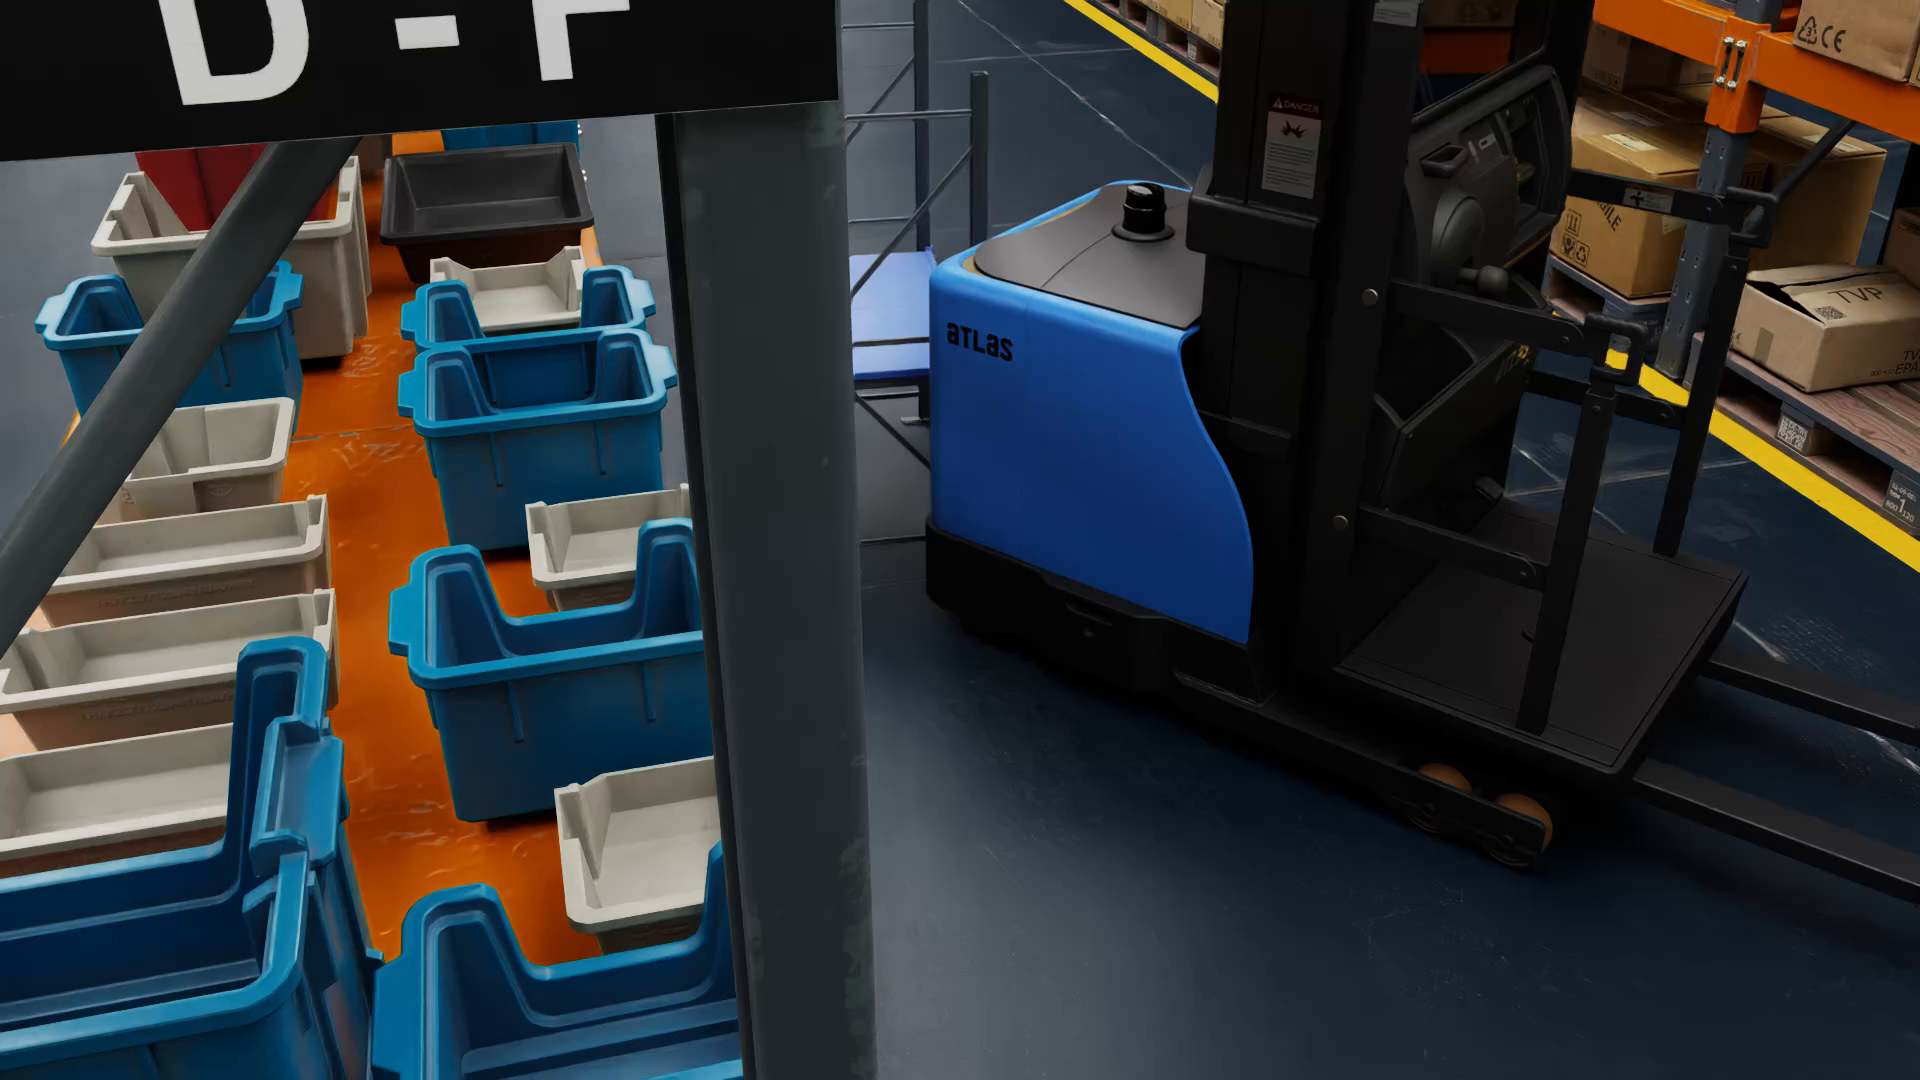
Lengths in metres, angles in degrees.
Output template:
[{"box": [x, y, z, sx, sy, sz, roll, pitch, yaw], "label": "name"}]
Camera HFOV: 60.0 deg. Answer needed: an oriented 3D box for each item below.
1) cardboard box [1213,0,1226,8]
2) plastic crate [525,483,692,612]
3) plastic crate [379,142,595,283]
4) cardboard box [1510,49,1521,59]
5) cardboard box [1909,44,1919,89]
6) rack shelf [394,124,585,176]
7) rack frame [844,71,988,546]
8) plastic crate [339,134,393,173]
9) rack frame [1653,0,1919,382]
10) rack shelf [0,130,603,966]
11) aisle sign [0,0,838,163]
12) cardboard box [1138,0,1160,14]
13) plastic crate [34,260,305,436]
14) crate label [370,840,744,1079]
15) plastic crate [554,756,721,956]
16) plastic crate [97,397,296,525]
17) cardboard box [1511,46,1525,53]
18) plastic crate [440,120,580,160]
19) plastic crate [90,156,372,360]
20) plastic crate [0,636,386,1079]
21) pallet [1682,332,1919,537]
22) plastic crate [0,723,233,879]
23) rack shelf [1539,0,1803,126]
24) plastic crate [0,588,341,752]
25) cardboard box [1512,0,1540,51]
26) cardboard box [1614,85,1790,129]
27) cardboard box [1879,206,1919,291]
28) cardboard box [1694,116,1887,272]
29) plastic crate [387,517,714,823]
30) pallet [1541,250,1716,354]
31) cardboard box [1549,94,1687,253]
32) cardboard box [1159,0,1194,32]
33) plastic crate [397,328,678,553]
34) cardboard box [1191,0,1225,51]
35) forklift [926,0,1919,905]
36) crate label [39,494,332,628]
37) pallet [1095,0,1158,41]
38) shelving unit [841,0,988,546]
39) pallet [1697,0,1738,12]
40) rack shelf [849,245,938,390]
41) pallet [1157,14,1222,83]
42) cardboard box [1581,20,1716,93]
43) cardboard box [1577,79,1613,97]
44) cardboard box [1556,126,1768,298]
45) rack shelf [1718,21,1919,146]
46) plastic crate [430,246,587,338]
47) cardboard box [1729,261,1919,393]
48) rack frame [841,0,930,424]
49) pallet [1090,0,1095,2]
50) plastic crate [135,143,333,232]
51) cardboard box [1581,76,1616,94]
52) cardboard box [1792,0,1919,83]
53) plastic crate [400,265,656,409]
[{"box": [1.721, -3.378, 9.857, 0.500, 0.311, 0.500, -7, 31, -12], "label": "cardboard box"}, {"box": [-0.489, 0.029, 2.409, 0.250, 0.136, 0.298, -8, 31, -13], "label": "plastic crate"}, {"box": [-1.061, -0.737, 3.743, 0.437, 0.125, 0.590, -8, 31, -13], "label": "plastic crate"}, {"box": [2.359, -2.028, 7.815, 0.500, 0.500, 0.500, -9, 31, -15], "label": "cardboard box"}, {"box": [3.171, -1.505, 4.757, 0.500, 0.500, 0.500, -7, 31, -12], "label": "cardboard box"}, {"box": [-2.148, -1.989, 6.410, 1.077, 0.370, 4.000, -8, 31, -13], "label": "rack shelf"}, {"box": [-0.174, -0.561, 4.723, 0.500, 1.500, 0.032, -5, 30, -9], "label": "rack frame"}, {"box": [-1.632, -1.003, 4.191, 0.396, 0.136, 0.243, -8, 31, -13], "label": "plastic crate"}, {"box": [3.159, -1.991, 5.696, 1.000, 3.000, 0.127, -8, 31, -13], "label": "rack frame"}, {"box": [-1.087, -0.057, 3.073, 1.077, 0.370, 4.000, -8, 31, -13], "label": "rack shelf"}, {"box": [-0.250, -0.532, 0.581, 0.394, 0.787, 0.004, -8, 31, -13], "label": "aisle sign"}, {"box": [1.452, -3.628, 10.850, 0.500, 0.250, 0.500, -7, 31, -12], "label": "cardboard box"}, {"box": [-1.348, -0.314, 2.905, 0.416, 0.233, 0.300, -8, 31, -13], "label": "plastic crate"}, {"box": [-0.304, 0.481, 1.532, 0.416, 0.233, 0.303, -8, 31, -13], "label": "crate label"}, {"box": [-0.309, 0.357, 1.843, 0.250, 0.136, 0.298, -8, 31, -13], "label": "plastic crate"}, {"box": [-1.204, -0.098, 2.628, 0.298, 0.136, 0.250, -8, 31, -13], "label": "plastic crate"}, {"box": [2.854, -2.109, 7.955, 0.500, 0.500, 0.500, -9, 31, -15], "label": "cardboard box"}, {"box": [-1.165, -1.173, 4.239, 0.392, 0.384, 0.575, -8, 31, -13], "label": "plastic crate"}, {"box": [-1.390, -0.547, 3.260, 0.437, 0.282, 0.530, -8, 31, -13], "label": "plastic crate"}, {"box": [-0.825, 0.419, 1.436, 0.616, 0.435, 0.499, -8, 31, -13], "label": "plastic crate"}, {"box": [3.341, -0.453, 5.821, 1.003, 0.211, 1.213, -8, 31, -13], "label": "pallet"}, {"box": [-0.947, 0.316, 1.914, 0.396, 0.136, 0.243, -8, 31, -13], "label": "plastic crate"}, {"box": [2.628, -2.646, 7.545, 1.077, 0.370, 4.000, -8, 31, -13], "label": "rack shelf"}, {"box": [-1.010, 0.174, 2.159, 0.396, 0.136, 0.243, -8, 31, -13], "label": "plastic crate"}, {"box": [2.867, -2.416, 7.737, 0.500, 0.250, 0.500, -8, 31, -14], "label": "cardboard box"}, {"box": [3.113, -1.622, 7.114, 0.500, 0.500, 0.500, -7, 31, -13], "label": "cardboard box"}, {"box": [3.584, -0.862, 5.802, 0.500, 0.500, 0.500, -8, 31, -13], "label": "cardboard box"}, {"box": [3.266, -1.366, 6.672, 0.500, 0.500, 0.500, -9, 31, -16], "label": "cardboard box"}, {"box": [-0.479, 0.163, 2.082, 0.416, 0.233, 0.300, -8, 31, -13], "label": "plastic crate"}, {"box": [2.907, -1.172, 7.065, 1.003, 0.211, 1.213, -8, 31, -13], "label": "pallet"}, {"box": [2.629, -1.540, 6.972, 0.500, 0.500, 0.500, -8, 31, -13], "label": "cardboard box"}, {"box": [1.582, -3.385, 10.430, 0.500, 0.250, 0.500, -8, 31, -14], "label": "cardboard box"}, {"box": [-0.653, -0.155, 2.631, 0.416, 0.233, 0.300, -8, 31, -13], "label": "plastic crate"}, {"box": [1.723, -3.137, 10.000, 0.500, 0.250, 0.500, -7, 31, -12], "label": "cardboard box"}, {"box": [1.384, -0.804, 3.712, 3.031, 2.935, 1.130, 21, 36, 31], "label": "forklift"}, {"box": [-1.107, 0.043, 2.385, 0.396, 0.136, 0.243, -8, 31, -13], "label": "crate label"}, {"box": [1.596, -3.707, 11.444, 1.003, 0.211, 1.213, -8, 31, -13], "label": "pallet"}, {"box": [-0.262, -0.812, 5.156, 0.538, 1.500, 1.048, -5, 30, -9], "label": "shelving unit"}, {"box": [3.052, -2.309, 6.436, 1.003, 0.211, 1.213, -8, 31, -13], "label": "pallet"}, {"box": [-0.262, -0.656, 5.246, 0.538, 0.185, 1.000, -5, 30, -9], "label": "rack shelf"}, {"box": [1.917, -3.119, 10.428, 1.003, 0.211, 1.213, -8, 31, -13], "label": "pallet"}, {"box": [3.000, -2.173, 7.318, 0.500, 0.250, 0.500, -8, 31, -13], "label": "cardboard box"}, {"box": [2.496, -1.782, 7.391, 0.500, 0.500, 0.500, -7, 31, -13], "label": "cardboard box"}, {"box": [2.752, -1.300, 6.558, 0.500, 0.500, 0.500, -8, 31, -14], "label": "cardboard box"}, {"box": [3.690, -0.714, 4.207, 1.077, 0.370, 4.000, -8, 31, -13], "label": "rack shelf"}, {"box": [-0.865, -0.445, 3.228, 0.293, 0.136, 0.466, -8, 31, -13], "label": "plastic crate"}, {"box": [3.062, -0.787, 5.860, 0.500, 0.311, 0.500, -8, 31, -13], "label": "cardboard box"}, {"box": [-0.350, -1.063, 5.589, 0.500, 1.500, 0.032, -5, 30, -9], "label": "rack frame"}, {"box": [1.269, -4.298, 12.464, 1.003, 0.211, 1.213, -8, 31, -13], "label": "pallet"}, {"box": [-1.622, -0.924, 3.728, 0.402, 0.464, 0.583, -8, 31, -13], "label": "plastic crate"}, {"box": [2.988, -1.864, 7.533, 0.500, 0.500, 0.500, -7, 31, -13], "label": "cardboard box"}, {"box": [3.032, -1.752, 5.183, 0.500, 0.500, 0.500, -7, 31, -12], "label": "cardboard box"}, {"box": [-0.733, -0.300, 2.881, 0.416, 0.233, 0.300, -8, 31, -13], "label": "plastic crate"}]
